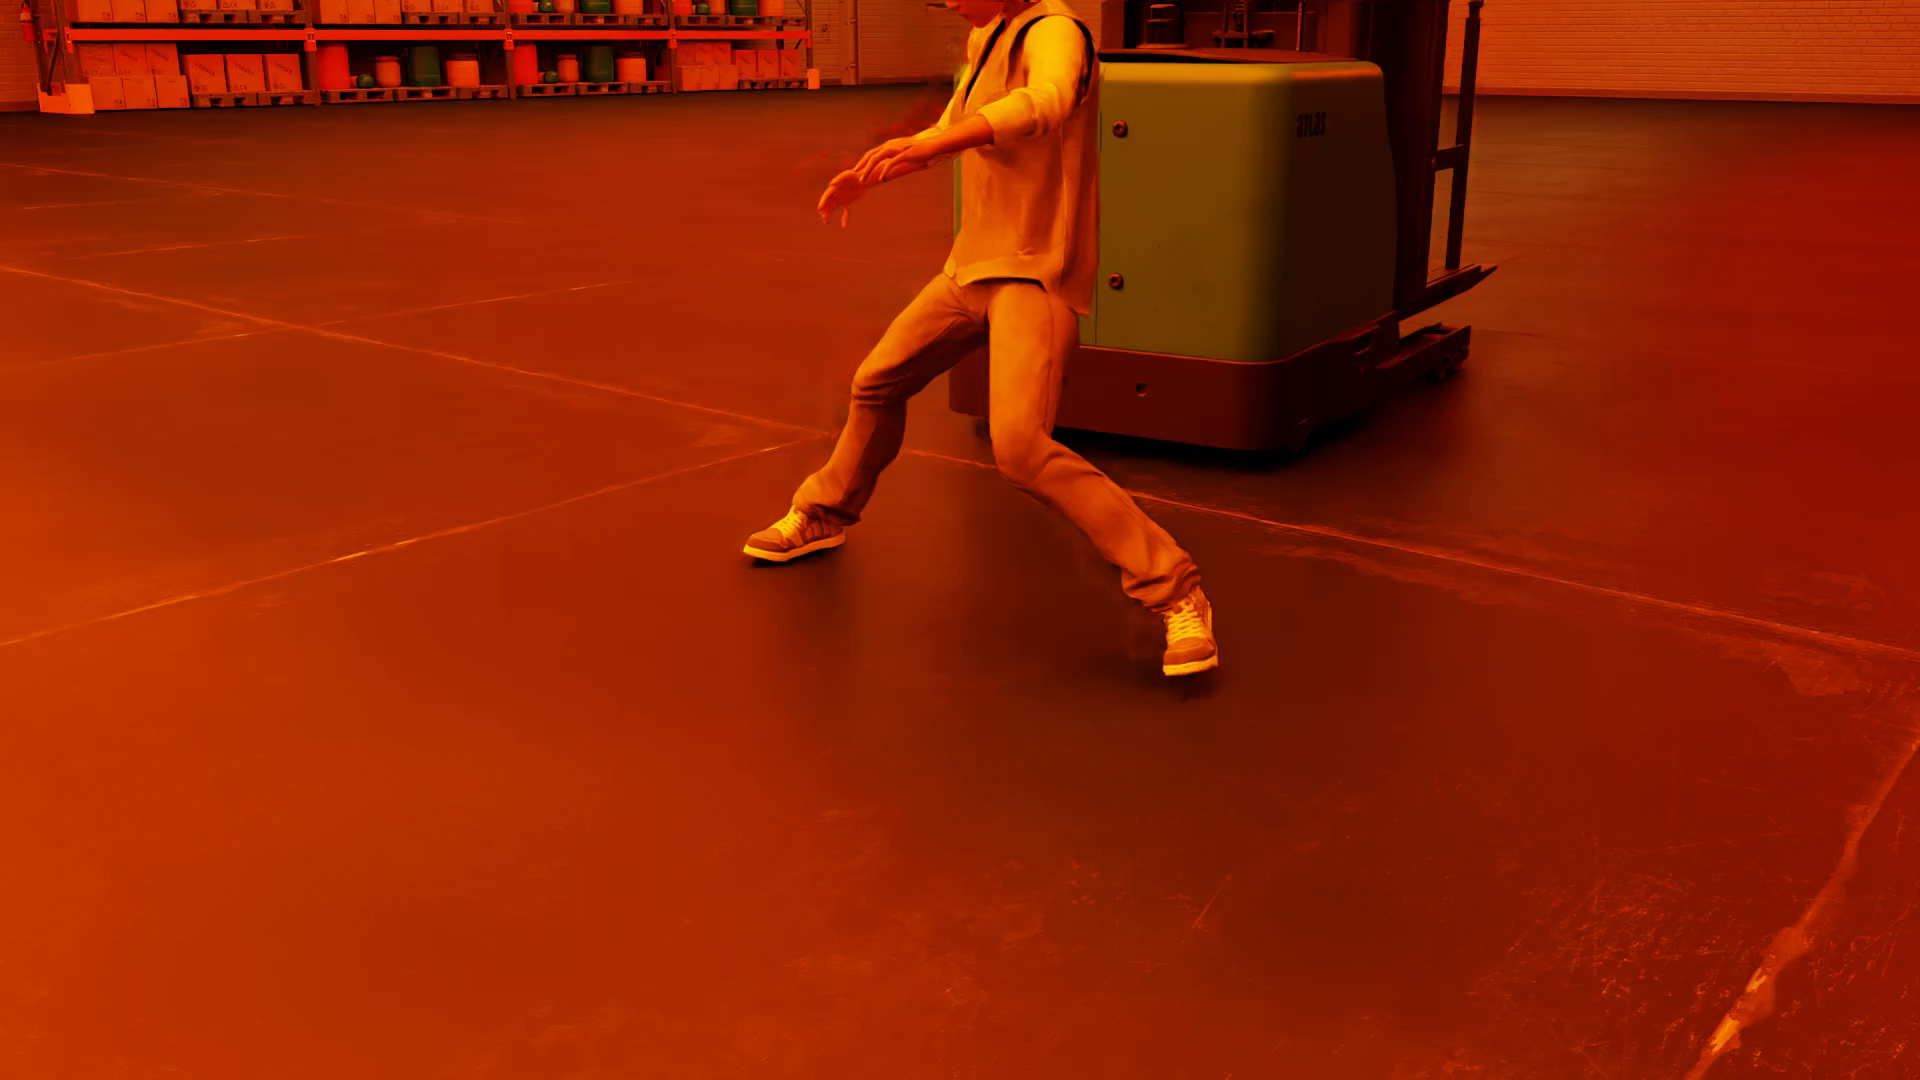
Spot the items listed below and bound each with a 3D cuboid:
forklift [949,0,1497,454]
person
[{"bbox_3d":[1.166,-2.016,5.538,1.130,2.935,3.031,10,20,30],"label":"forklift"},{"bbox_3d":[0.006,-0.514,3.243,0.748,1.389,1.155,-5,18,-17],"label":"person"}]
